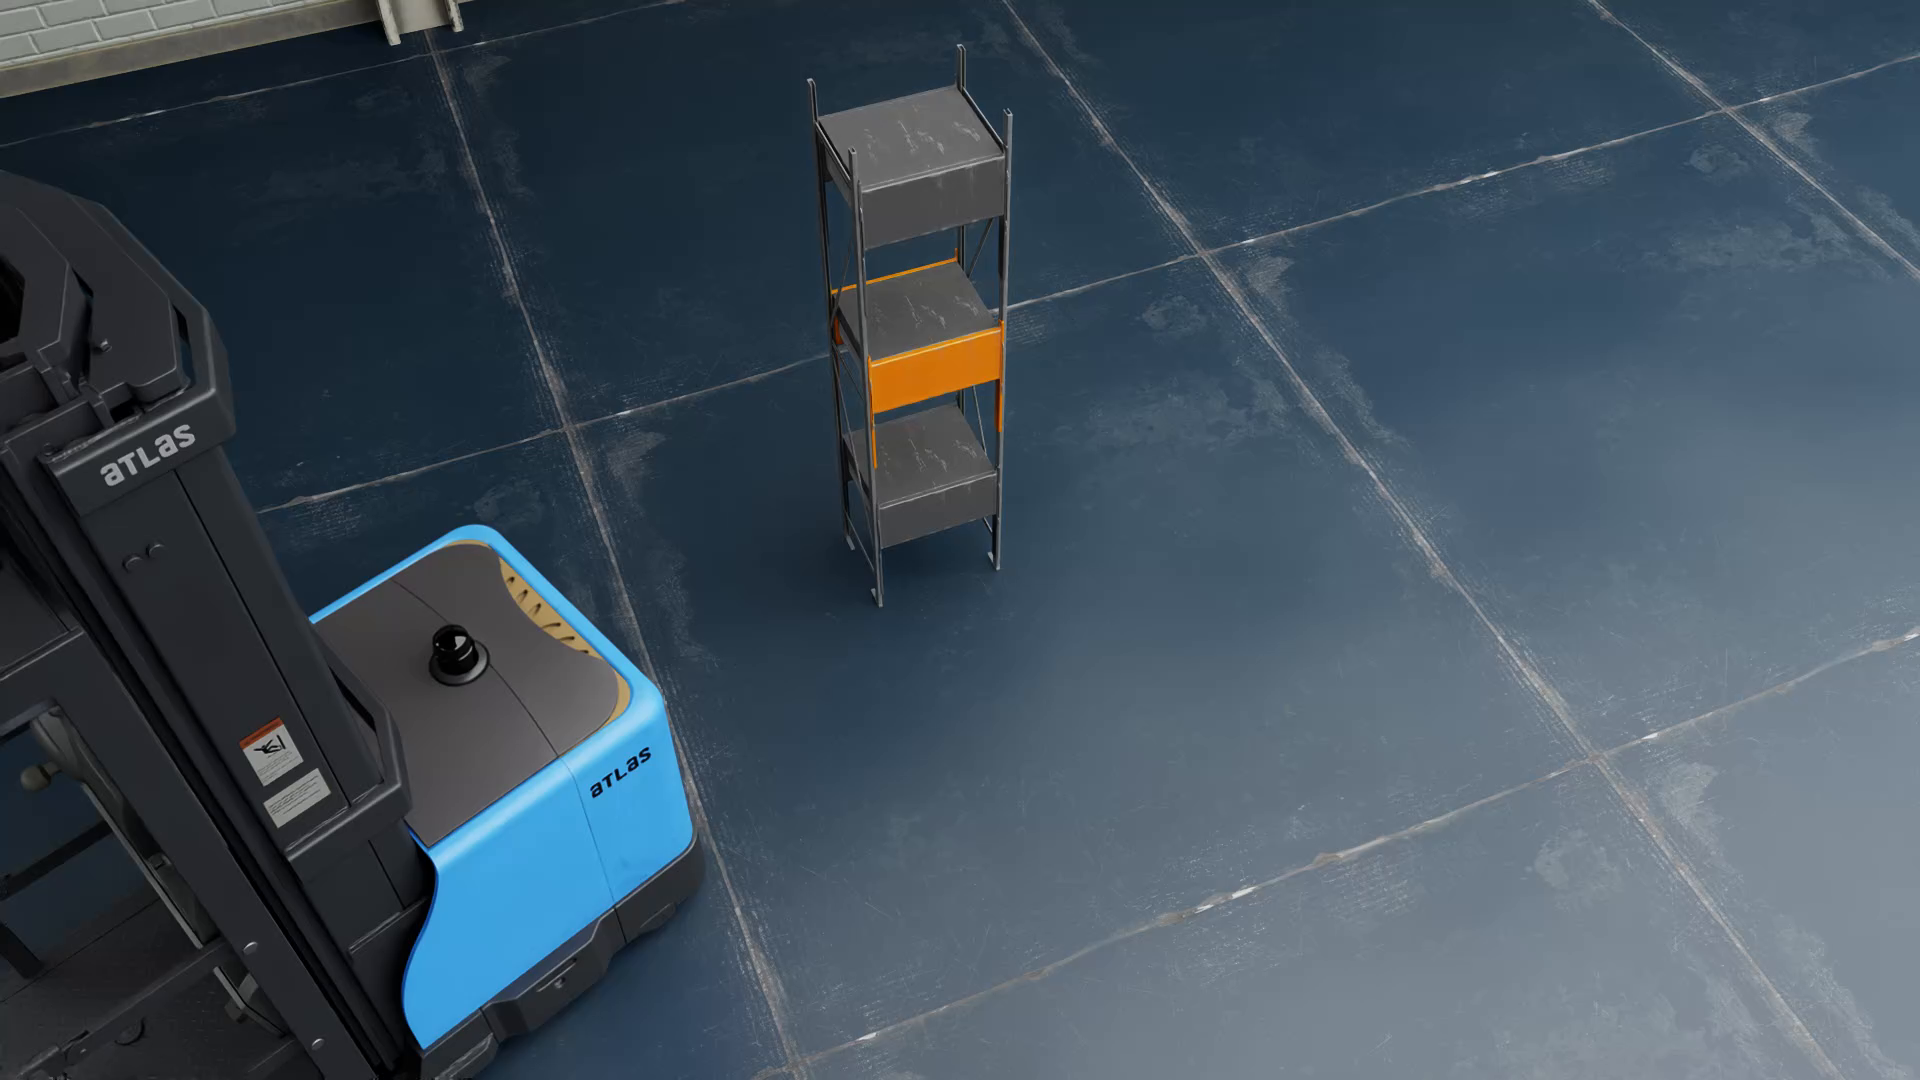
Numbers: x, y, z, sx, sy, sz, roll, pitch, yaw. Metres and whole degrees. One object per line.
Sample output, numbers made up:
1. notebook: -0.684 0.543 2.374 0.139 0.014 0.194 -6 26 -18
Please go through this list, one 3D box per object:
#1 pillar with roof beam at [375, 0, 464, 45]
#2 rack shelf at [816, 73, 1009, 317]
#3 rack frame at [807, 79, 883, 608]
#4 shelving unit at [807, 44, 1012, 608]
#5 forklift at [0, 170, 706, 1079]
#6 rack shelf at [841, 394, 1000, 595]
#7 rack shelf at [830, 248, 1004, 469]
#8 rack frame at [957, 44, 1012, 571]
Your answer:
1. pillar with roof beam: -1.281 -2.704 2.981 0.400 9.000 9.100 -17 52 -14
2. rack shelf: -0.153 -1.084 5.233 0.480 0.518 0.431 -17 52 -14
3. rack frame: -0.379 -0.567 5.693 0.015 2.100 0.400 -17 52 -14
4. shelving unit: -0.153 -0.637 5.753 0.503 2.100 0.431 -17 52 -14
5. forklift: -2.260 0.706 4.052 3.031 2.935 1.130 -36 58 -27
6. rack shelf: -0.153 -0.172 6.295 0.480 0.518 0.431 -17 52 -14
7. rack shelf: -0.153 -0.628 5.764 0.480 0.518 0.431 -17 52 -14
8. rack frame: 0.073 -0.707 5.814 0.015 2.100 0.400 -17 52 -14
